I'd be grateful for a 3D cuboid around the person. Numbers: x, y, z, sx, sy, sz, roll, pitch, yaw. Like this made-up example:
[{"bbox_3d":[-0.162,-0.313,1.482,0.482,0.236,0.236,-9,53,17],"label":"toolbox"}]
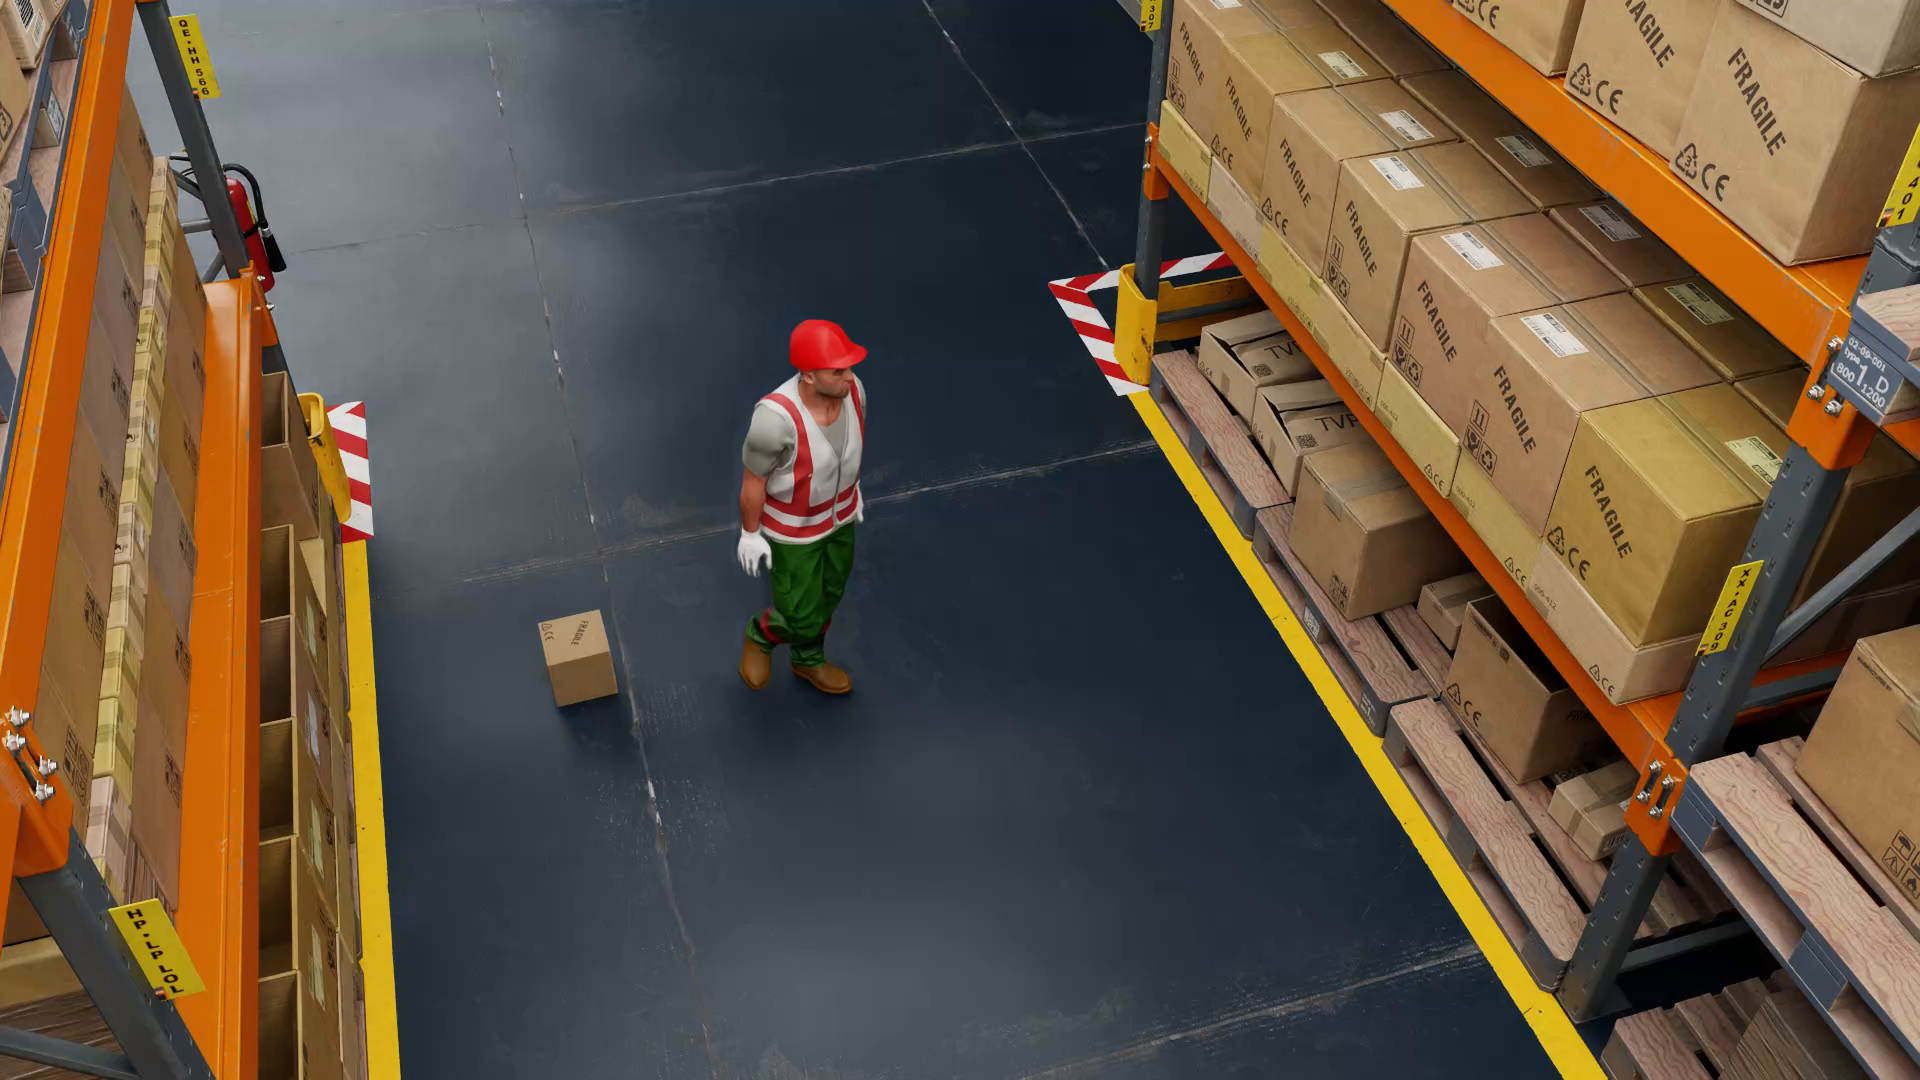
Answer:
[{"bbox_3d":[-0.592,-0.095,6.236,0.546,1.779,0.588,30,50,29],"label":"person"}]
